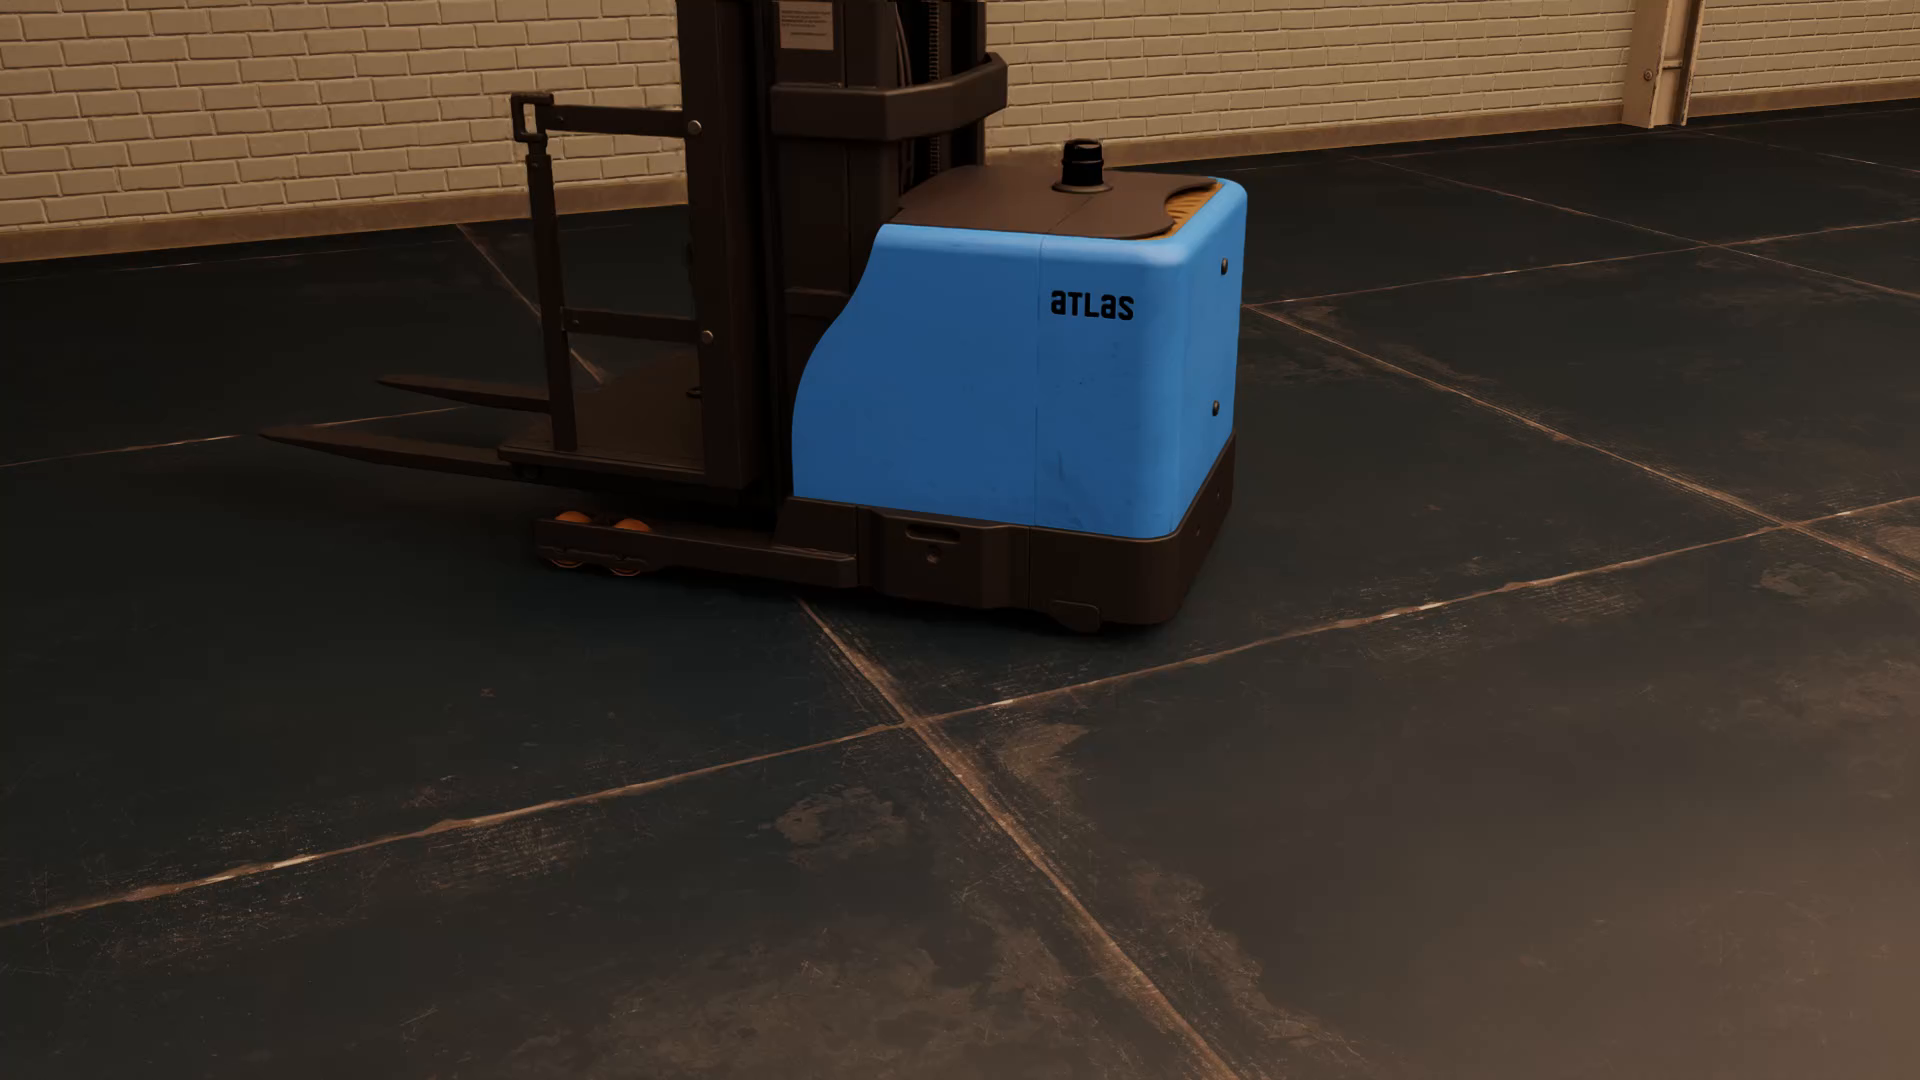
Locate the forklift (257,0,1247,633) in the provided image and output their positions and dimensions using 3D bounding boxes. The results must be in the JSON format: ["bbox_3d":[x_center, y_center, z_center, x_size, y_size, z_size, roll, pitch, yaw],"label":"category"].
[{"bbox_3d":[-0.725,-1.428,4.723,3.031,2.935,1.130,7,24,17],"label":"forklift"}]
